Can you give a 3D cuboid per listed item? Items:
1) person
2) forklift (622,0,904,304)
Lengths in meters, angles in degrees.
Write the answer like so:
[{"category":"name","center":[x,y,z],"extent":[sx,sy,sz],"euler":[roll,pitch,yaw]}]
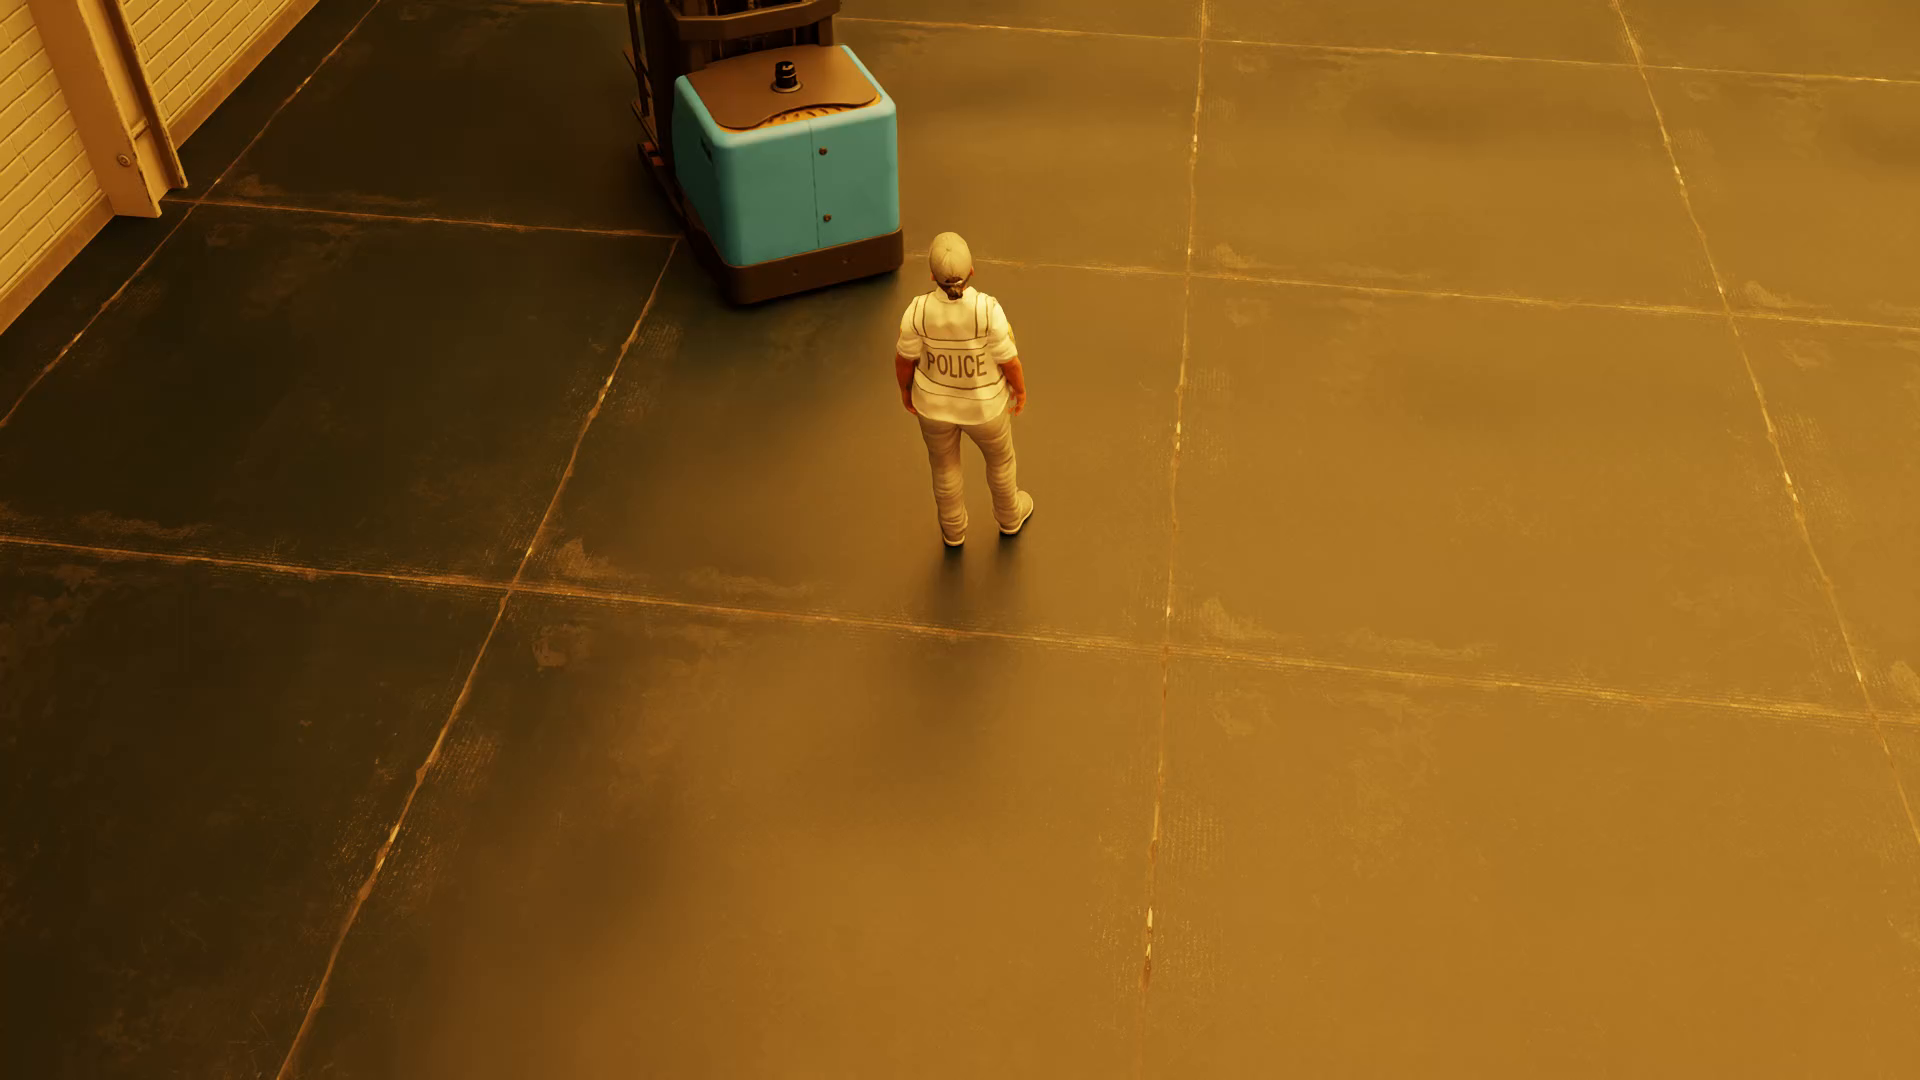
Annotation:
[{"category":"person","center":[0.032,-0.669,7.376],"extent":[0.599,1.670,0.529],"euler":[5,43,6]},{"category":"forklift","center":[-1.366,-3.390,9.414],"extent":[1.130,2.935,3.031],"euler":[-16,45,-17]}]
